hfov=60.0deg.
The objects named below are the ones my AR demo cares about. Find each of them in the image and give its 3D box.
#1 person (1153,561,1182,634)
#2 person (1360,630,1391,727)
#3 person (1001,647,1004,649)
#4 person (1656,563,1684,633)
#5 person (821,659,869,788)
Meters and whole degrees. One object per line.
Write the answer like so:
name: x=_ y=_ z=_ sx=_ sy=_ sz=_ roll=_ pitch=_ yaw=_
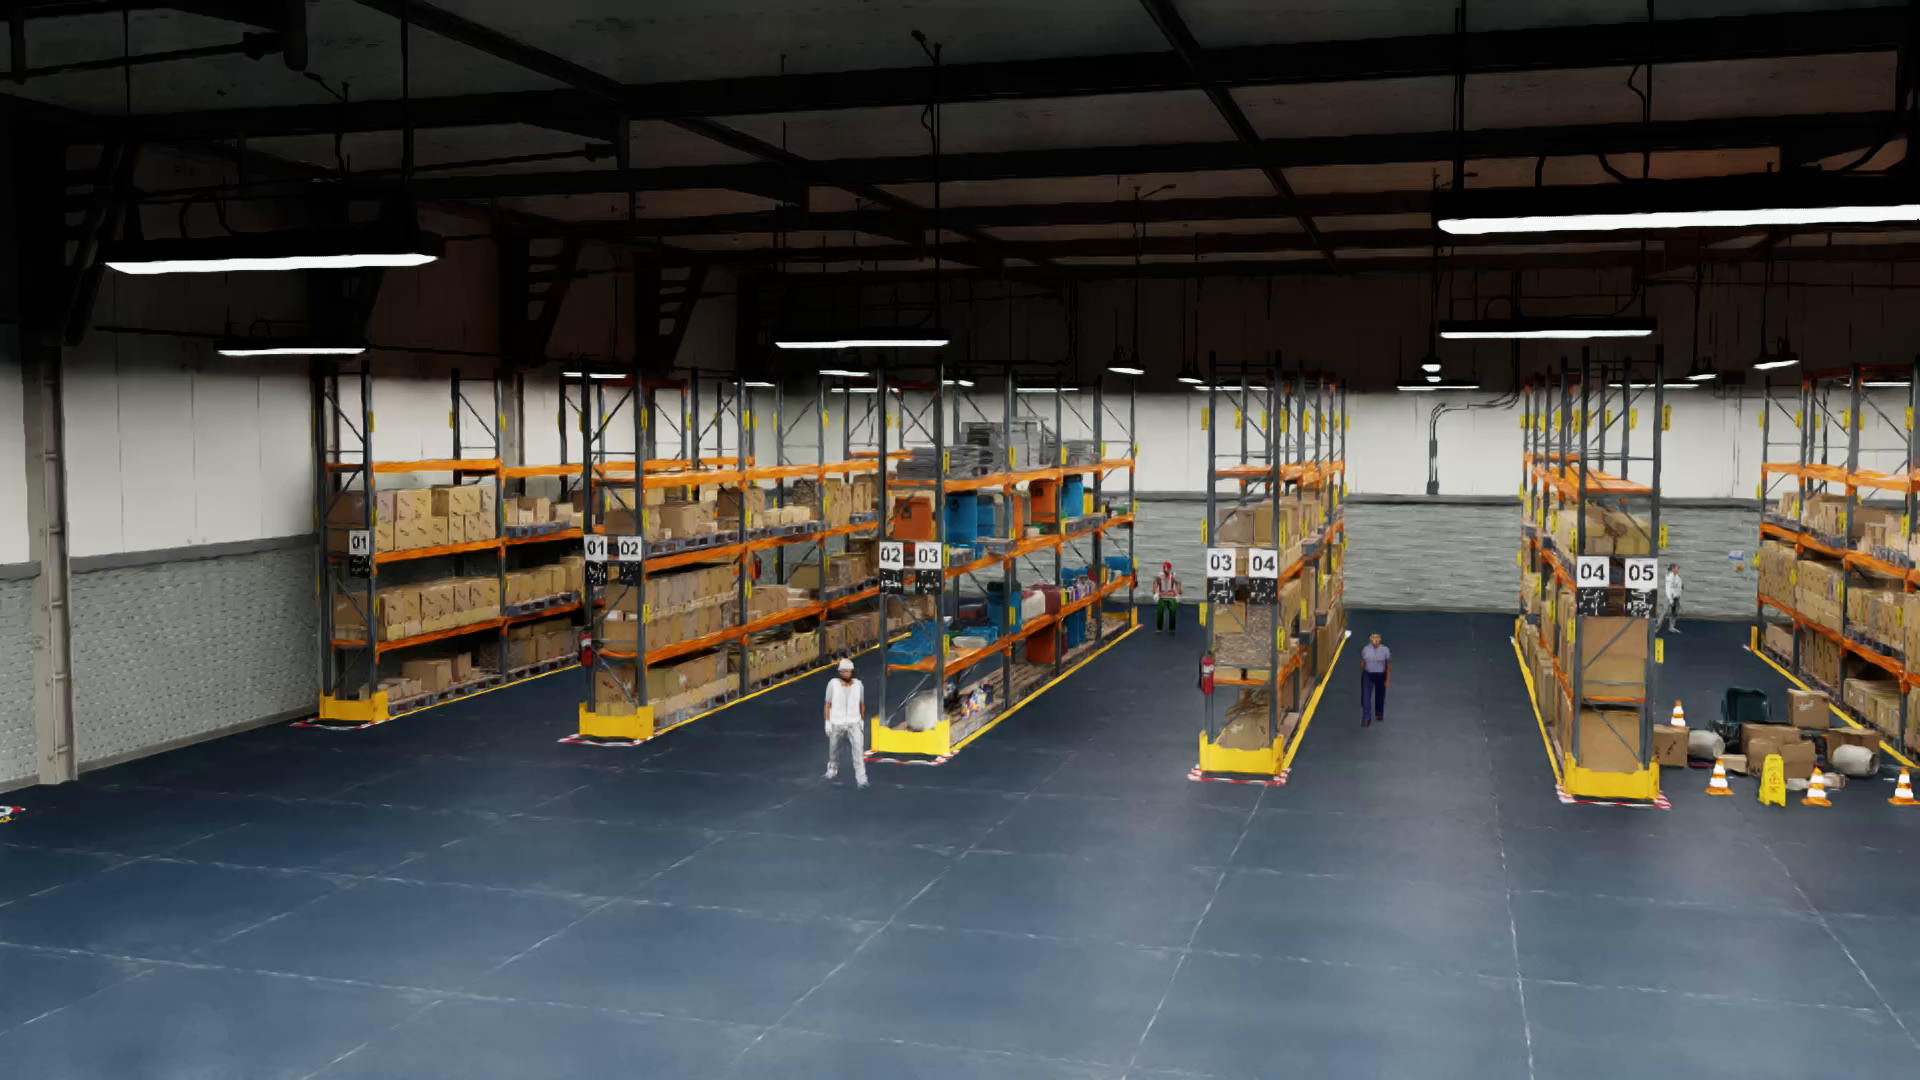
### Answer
person: x=4.853 y=1.356 z=39.003 sx=0.677 sy=1.741 sz=0.552 roll=1 pitch=4 yaw=14
person: x=6.830 y=2.262 z=27.308 sx=0.478 sy=1.554 sz=1.083 roll=1 pitch=4 yaw=14
person: x=1.033 y=1.491 z=36.739 sx=0.624 sy=1.749 sz=0.745 roll=3 pitch=5 yaw=40
person: x=16.780 y=1.362 z=39.407 sx=0.651 sy=1.671 sz=0.453 roll=-3 pitch=5 yaw=-33
person: x=-1.586 y=2.498 z=22.817 sx=0.598 sy=1.756 sz=0.946 roll=-1 pitch=4 yaw=-9
